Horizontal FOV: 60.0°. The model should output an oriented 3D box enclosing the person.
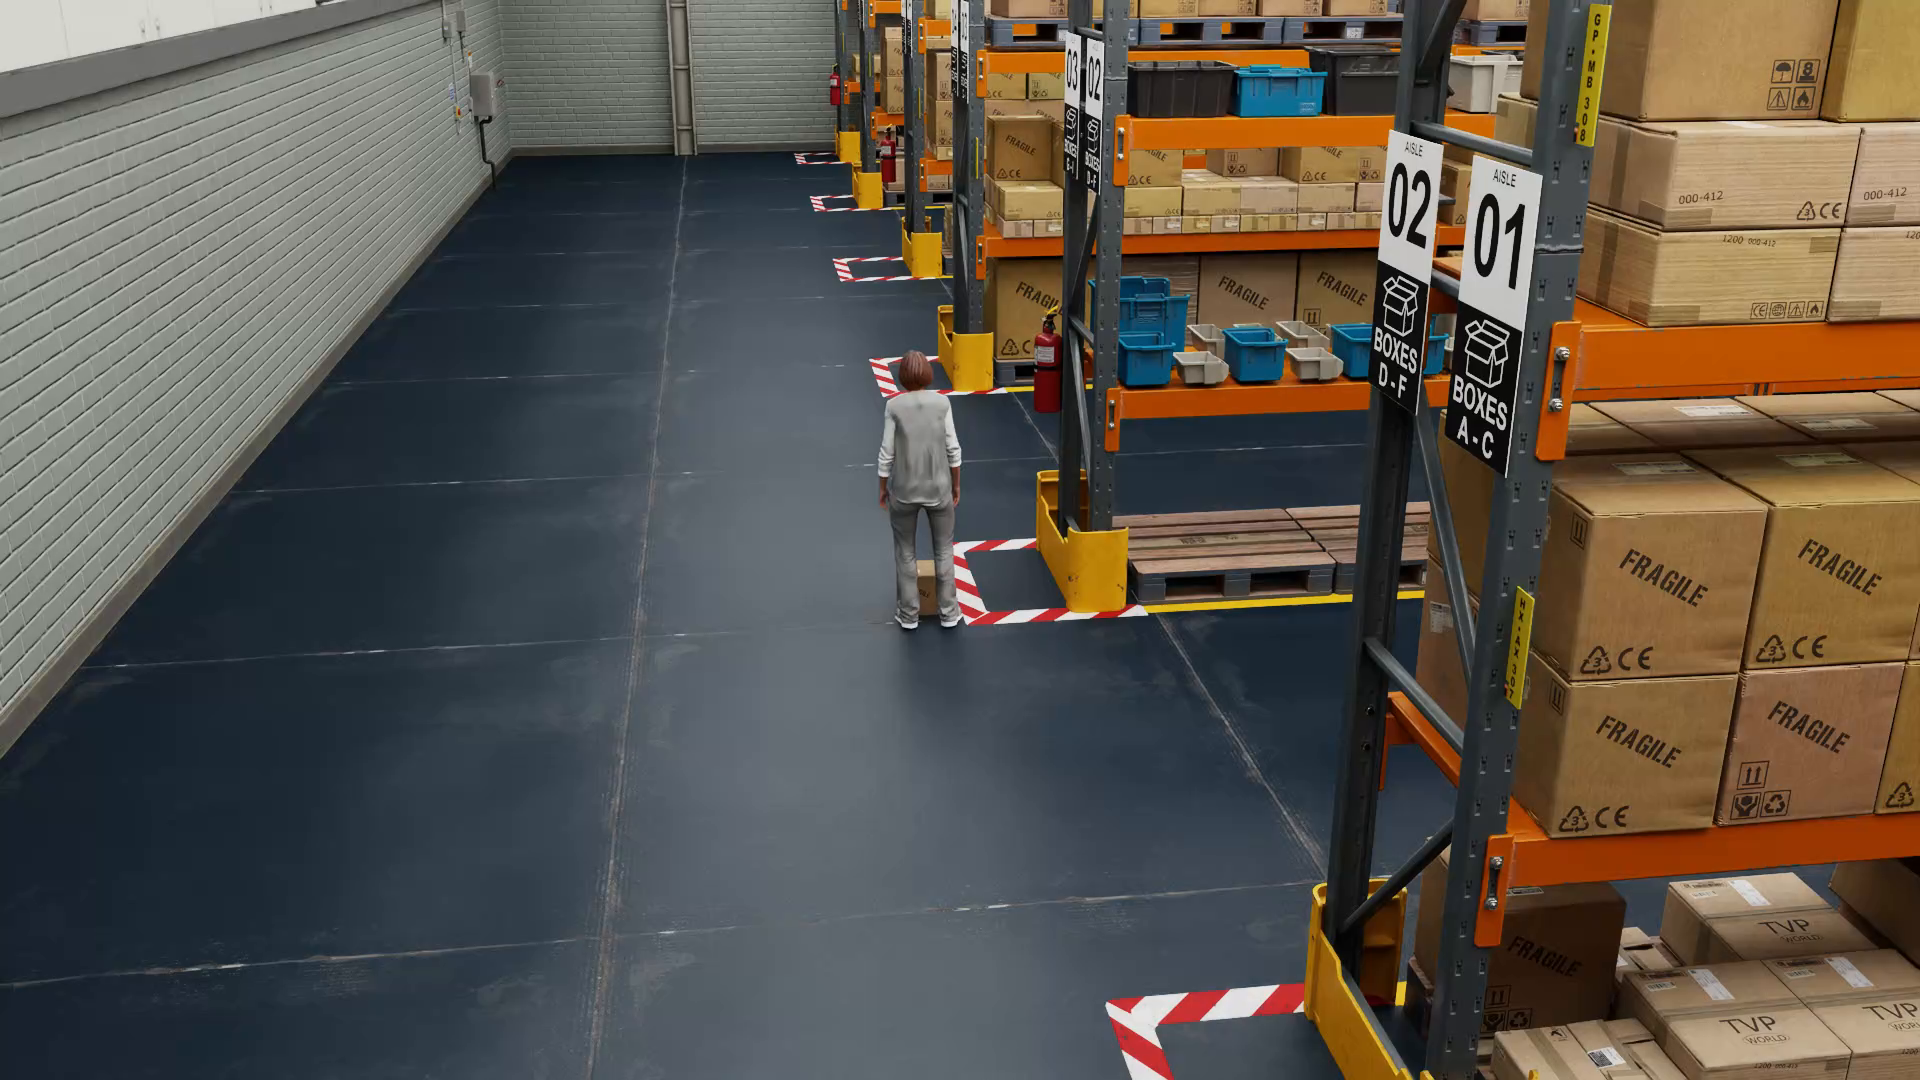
[{"bbox_3d":[-0.216,-0.270,9.319,0.479,1.594,0.311,-2,20,-7],"label":"person"}]
